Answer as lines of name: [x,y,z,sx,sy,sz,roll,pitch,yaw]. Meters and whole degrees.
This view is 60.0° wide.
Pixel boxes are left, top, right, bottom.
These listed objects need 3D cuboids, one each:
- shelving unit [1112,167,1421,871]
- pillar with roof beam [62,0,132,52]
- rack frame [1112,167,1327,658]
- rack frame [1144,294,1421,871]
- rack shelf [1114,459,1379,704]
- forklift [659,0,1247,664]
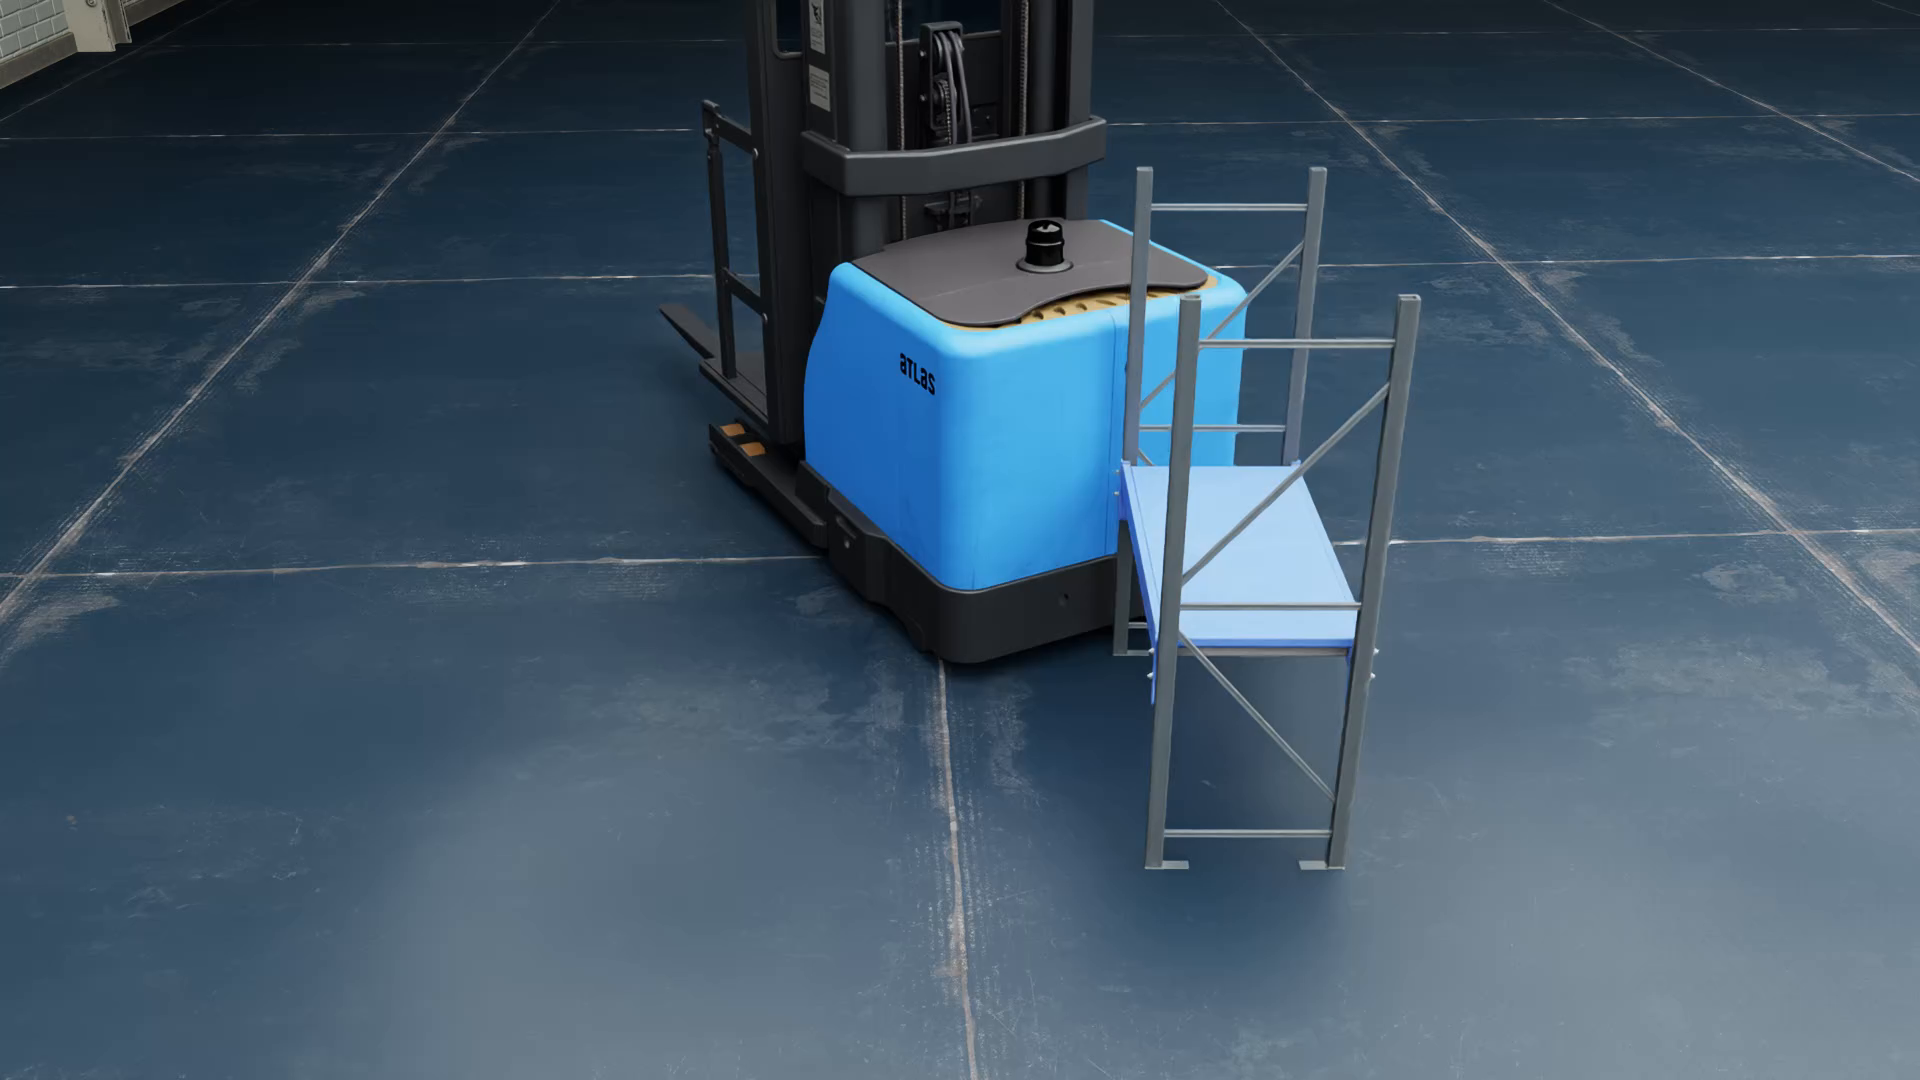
shelving unit: [0.714,-0.079,4.279,0.538,1.500,1.048,0,28,0]
pillar with roof beam: [-2.573,-8.051,11.455,9.100,9.000,0.400,-1,28,-3]
rack frame: [0.716,-0.314,4.730,0.500,1.500,0.032,0,28,0]
rack frame: [0.713,0.156,3.829,0.500,1.500,0.032,0,28,0]
rack shelf: [0.714,0.081,4.363,0.538,0.185,1.000,0,28,0]
forklift: [-0.287,-1.584,5.618,1.130,2.935,3.031,-14,31,-25]
